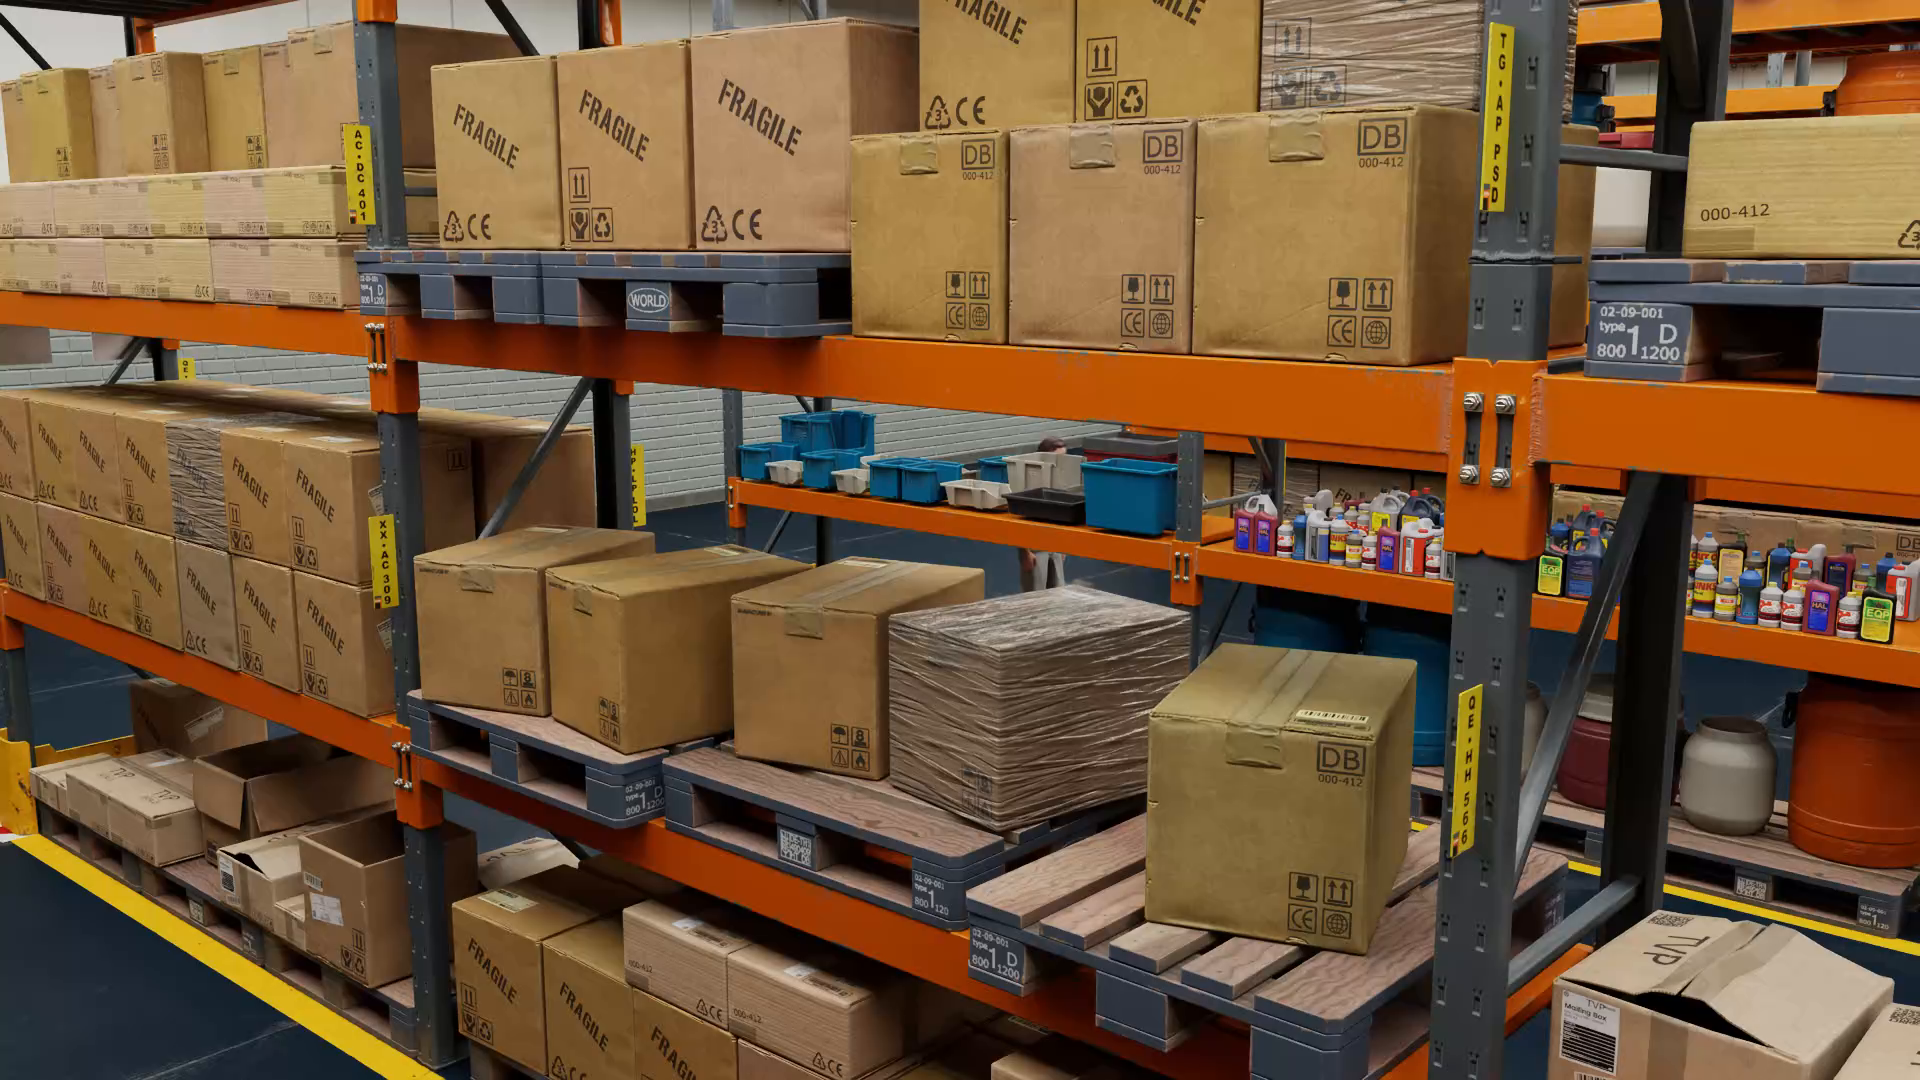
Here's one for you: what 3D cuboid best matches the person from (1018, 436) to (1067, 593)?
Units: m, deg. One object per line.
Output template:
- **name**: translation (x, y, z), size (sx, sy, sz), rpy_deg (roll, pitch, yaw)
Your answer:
- **person**: translation (0.601, 0.085, 11.948), size (0.364, 1.671, 0.507), rpy_deg (8, 13, 37)
